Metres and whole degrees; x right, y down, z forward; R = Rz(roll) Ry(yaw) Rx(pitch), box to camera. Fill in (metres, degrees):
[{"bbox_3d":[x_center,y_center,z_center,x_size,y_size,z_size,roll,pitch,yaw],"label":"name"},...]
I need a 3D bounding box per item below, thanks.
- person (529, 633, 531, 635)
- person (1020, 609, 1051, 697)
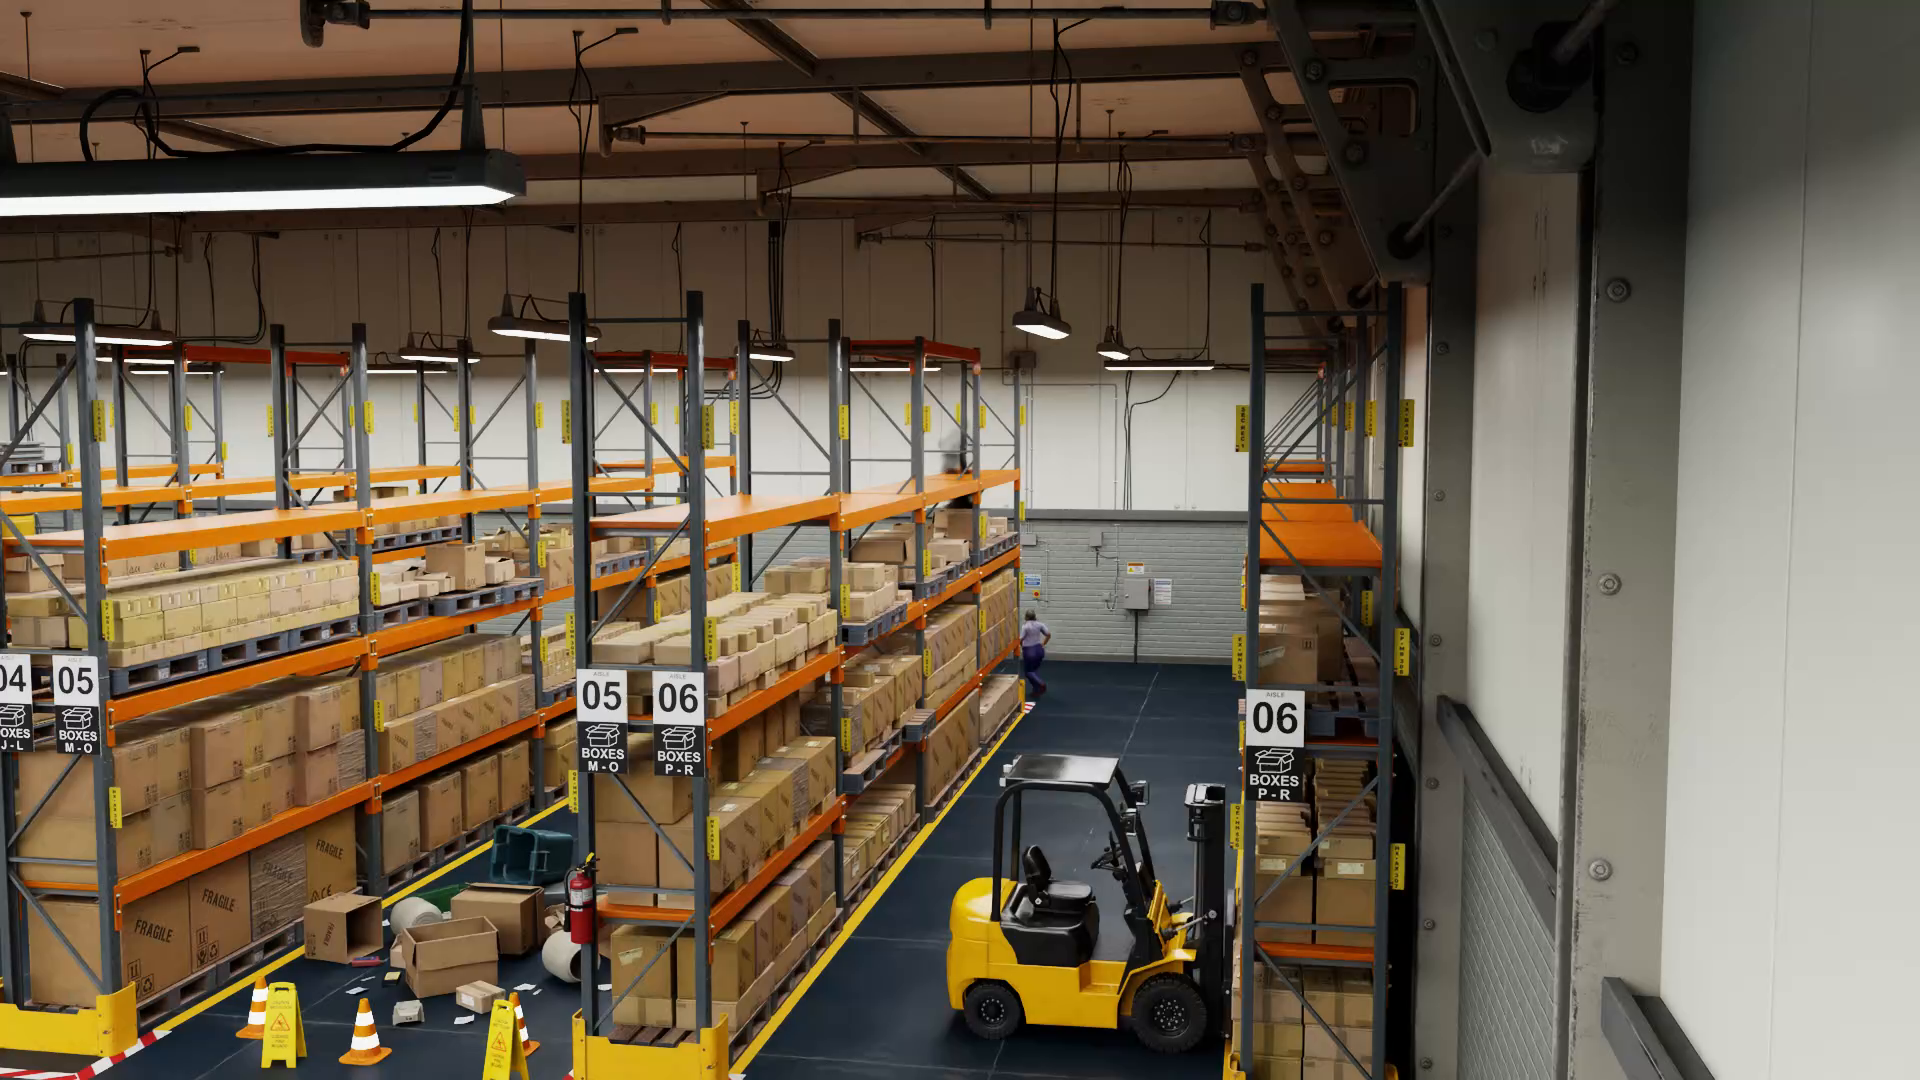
[{"bbox_3d":[-6.611,2.257,25.993,0.618,1.618,0.674,1,5,8],"label":"person"},{"bbox_3d":[1.284,2.021,29.338,0.656,1.614,0.596,-3,6,-34],"label":"person"}]
